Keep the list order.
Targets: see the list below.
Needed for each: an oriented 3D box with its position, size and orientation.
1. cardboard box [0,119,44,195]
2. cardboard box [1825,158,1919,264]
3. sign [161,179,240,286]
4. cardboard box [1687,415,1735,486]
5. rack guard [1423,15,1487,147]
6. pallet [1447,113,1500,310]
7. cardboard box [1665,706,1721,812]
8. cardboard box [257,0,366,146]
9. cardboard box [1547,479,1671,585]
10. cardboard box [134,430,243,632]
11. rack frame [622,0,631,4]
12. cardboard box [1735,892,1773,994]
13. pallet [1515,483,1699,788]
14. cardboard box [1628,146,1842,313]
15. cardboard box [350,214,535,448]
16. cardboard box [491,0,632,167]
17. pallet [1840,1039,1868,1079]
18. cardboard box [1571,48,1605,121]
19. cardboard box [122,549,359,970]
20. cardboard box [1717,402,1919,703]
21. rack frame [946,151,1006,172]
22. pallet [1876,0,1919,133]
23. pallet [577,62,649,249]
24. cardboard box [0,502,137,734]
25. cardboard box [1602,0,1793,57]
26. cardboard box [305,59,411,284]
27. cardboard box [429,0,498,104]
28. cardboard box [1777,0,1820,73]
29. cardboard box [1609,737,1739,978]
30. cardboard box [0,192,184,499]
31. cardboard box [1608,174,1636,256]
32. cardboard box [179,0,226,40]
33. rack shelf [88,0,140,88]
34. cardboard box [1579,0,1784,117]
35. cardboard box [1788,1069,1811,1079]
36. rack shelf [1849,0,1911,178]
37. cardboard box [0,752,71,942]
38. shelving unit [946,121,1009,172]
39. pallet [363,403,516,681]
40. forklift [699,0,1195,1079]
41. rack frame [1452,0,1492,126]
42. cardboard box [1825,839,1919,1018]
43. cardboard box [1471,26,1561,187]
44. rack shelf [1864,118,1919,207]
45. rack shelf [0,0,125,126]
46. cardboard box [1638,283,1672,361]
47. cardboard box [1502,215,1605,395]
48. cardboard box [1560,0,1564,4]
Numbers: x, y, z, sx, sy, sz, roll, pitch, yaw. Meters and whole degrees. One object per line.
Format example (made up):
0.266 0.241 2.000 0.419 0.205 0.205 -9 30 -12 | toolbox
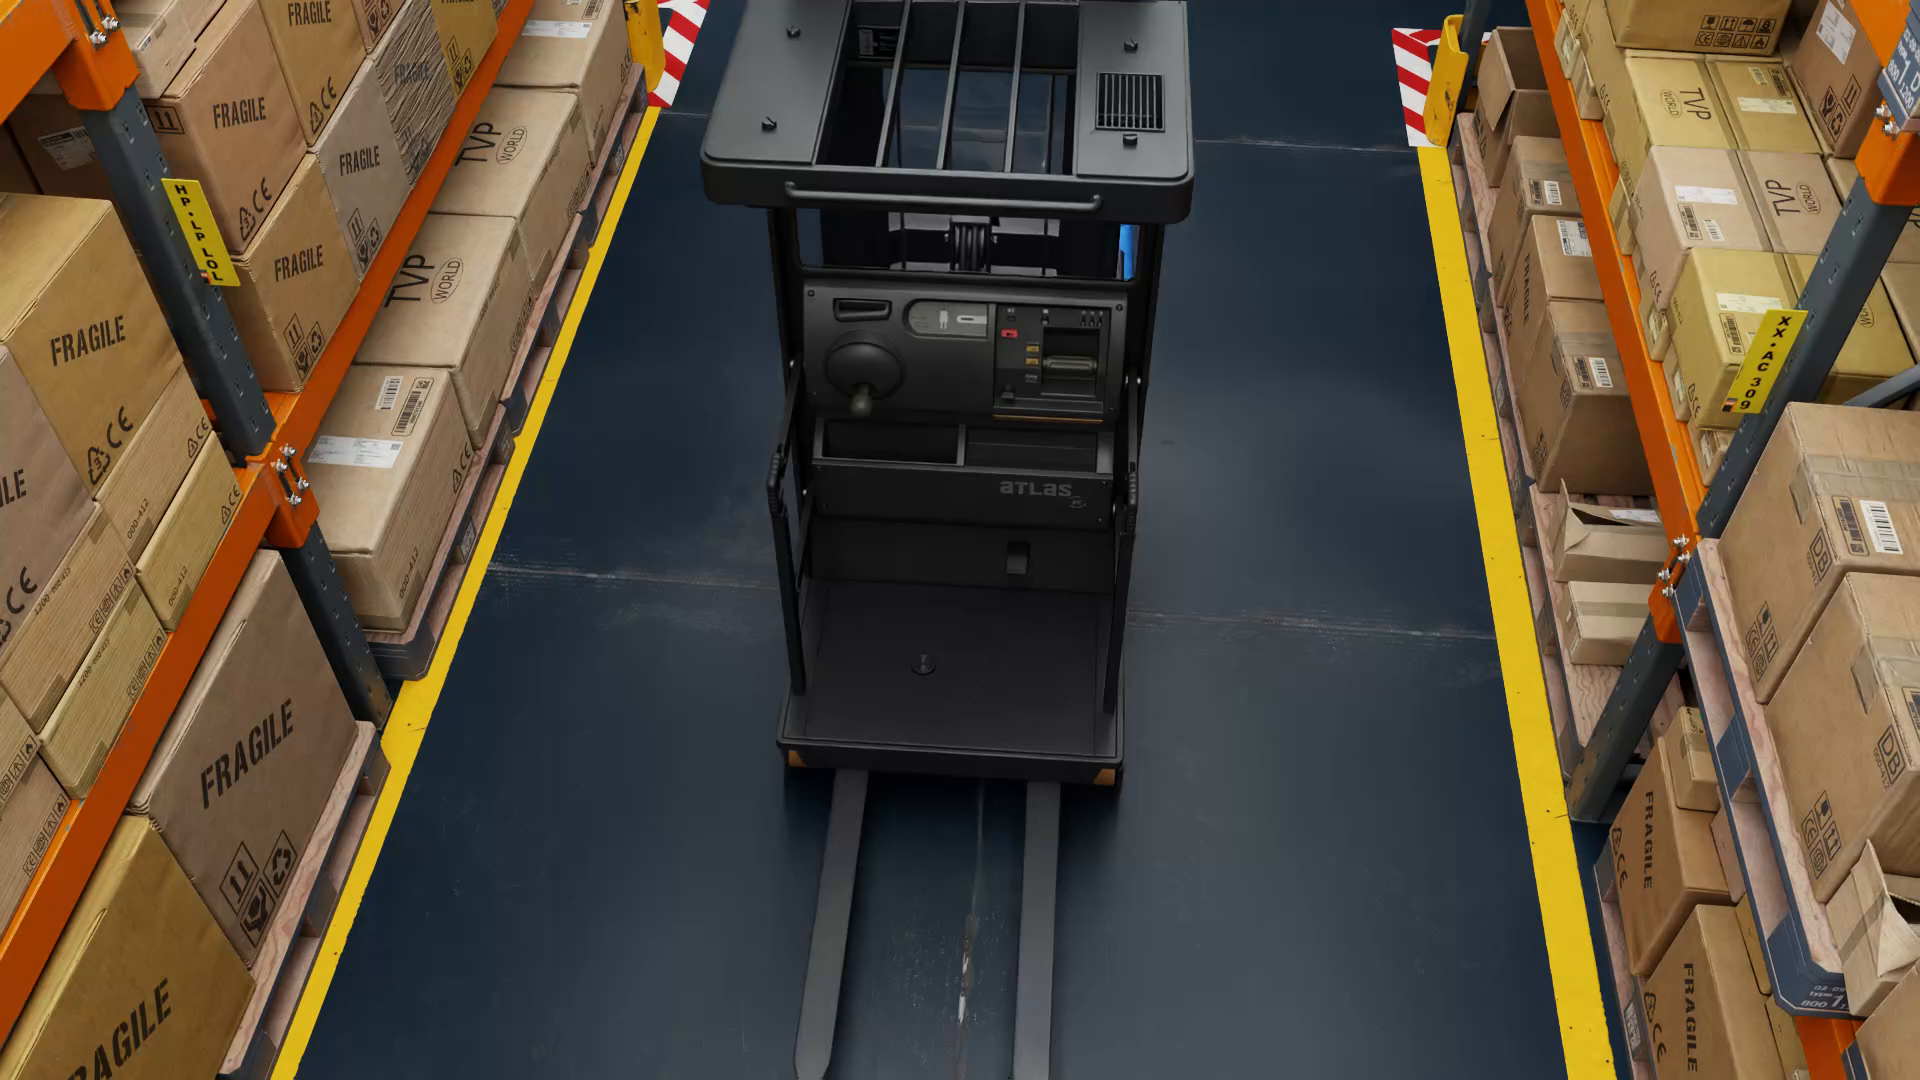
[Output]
-2.687 -1.174 4.545 0.500 0.500 0.500 4 48 3 | cardboard box
2.841 -0.870 4.913 0.500 0.250 0.500 3 48 3 | cardboard box
-1.914 -0.772 4.192 0.100 0.325 0.005 4 48 4 | sign
2.265 -0.272 4.637 0.380 0.149 0.250 4 48 4 | cardboard box
2.845 -2.146 7.874 1.175 0.500 0.348 4 48 4 | rack guard
2.774 -1.462 7.445 1.003 0.211 1.213 4 48 4 | pallet
2.190 0.623 4.617 0.380 0.149 0.250 6 48 5 | cardboard box
-2.119 -1.513 4.855 0.500 0.500 0.500 3 48 3 | cardboard box
2.279 -0.016 5.800 0.396 0.266 0.258 5 48 5 | cardboard box
-2.245 -0.040 4.355 0.500 0.250 0.500 3 48 3 | cardboard box
-2.091 -3.376 7.305 1.000 3.000 0.127 4 48 4 | rack frame
2.230 1.021 4.253 0.380 0.149 0.250 2 48 2 | cardboard box
2.551 0.331 5.805 1.003 0.211 1.213 4 48 4 | pallet
2.322 -0.916 4.955 0.500 0.250 0.500 4 48 4 | cardboard box
-2.210 -0.826 6.425 0.875 0.438 0.875 3 48 2 | cardboard box
-2.052 -2.162 7.646 0.875 0.438 0.875 2 48 2 | cardboard box
2.296 1.469 3.004 1.003 0.211 1.213 4 48 4 | pallet
2.379 -1.599 5.850 0.380 0.149 0.250 5 48 4 | cardboard box
-2.432 0.599 4.824 0.875 0.875 0.875 5 48 5 | cardboard box
2.221 0.059 3.811 0.700 0.500 0.500 5 48 5 | cardboard box
0.056 -0.977 6.330 0.240 1.200 0.006 3 48 3 | rack frame
2.359 -0.580 2.843 1.213 0.211 1.003 4 48 4 | pallet
-2.086 -1.842 7.792 1.003 0.211 1.213 4 48 4 | pallet
-2.292 0.153 3.840 0.500 0.250 0.500 5 48 4 | cardboard box
2.406 -1.931 5.375 0.500 0.500 0.500 5 48 5 | cardboard box
-2.102 -1.167 5.217 0.500 0.500 0.500 4 48 4 | cardboard box
-2.003 -1.911 5.897 0.500 0.500 0.500 5 48 5 | cardboard box
2.929 -1.613 5.592 0.500 0.250 0.500 4 48 3 | cardboard box
2.220 0.936 4.770 0.500 0.500 0.500 6 48 5 | cardboard box
-2.246 -0.463 3.895 0.500 0.500 0.500 5 48 5 | cardboard box
2.313 -1.038 5.337 0.380 0.149 0.250 3 48 3 | cardboard box
-2.161 -1.431 4.341 0.380 0.149 0.250 5 48 4 | cardboard box
-2.273 -2.676 5.120 1.077 0.370 4.000 4 48 4 | rack shelf
2.429 -1.659 5.635 0.500 0.250 0.500 3 48 3 | cardboard box
2.159 1.404 3.903 0.380 0.149 0.250 4 48 3 | cardboard box
2.670 -2.345 4.817 1.077 0.370 4.000 4 48 4 | rack shelf
-2.358 0.704 3.675 0.500 0.250 0.500 3 48 2 | cardboard box
0.063 -1.044 6.392 0.258 1.200 0.189 3 48 3 | shelving unit
-2.308 -0.049 6.152 1.003 0.211 1.213 4 48 4 | pallet
-0.002 -0.439 4.665 1.130 2.935 3.031 3 48 3 | forklift
2.852 -3.045 7.003 1.000 3.000 0.127 4 48 4 | rack frame
1.979 0.793 3.299 0.396 0.266 0.258 6 48 5 | cardboard box
2.702 -1.901 7.363 0.797 0.503 0.637 2 48 2 | cardboard box
2.306 0.594 2.129 1.077 0.370 4.000 4 48 4 | rack shelf
-2.638 0.263 2.431 1.077 0.370 4.000 4 48 4 | rack shelf
2.267 -0.658 4.989 0.380 0.149 0.250 5 48 5 | cardboard box
2.438 -0.893 6.443 0.500 0.500 0.500 5 48 4 | cardboard box
2.499 -2.170 6.372 0.380 0.149 0.250 5 48 5 | cardboard box
